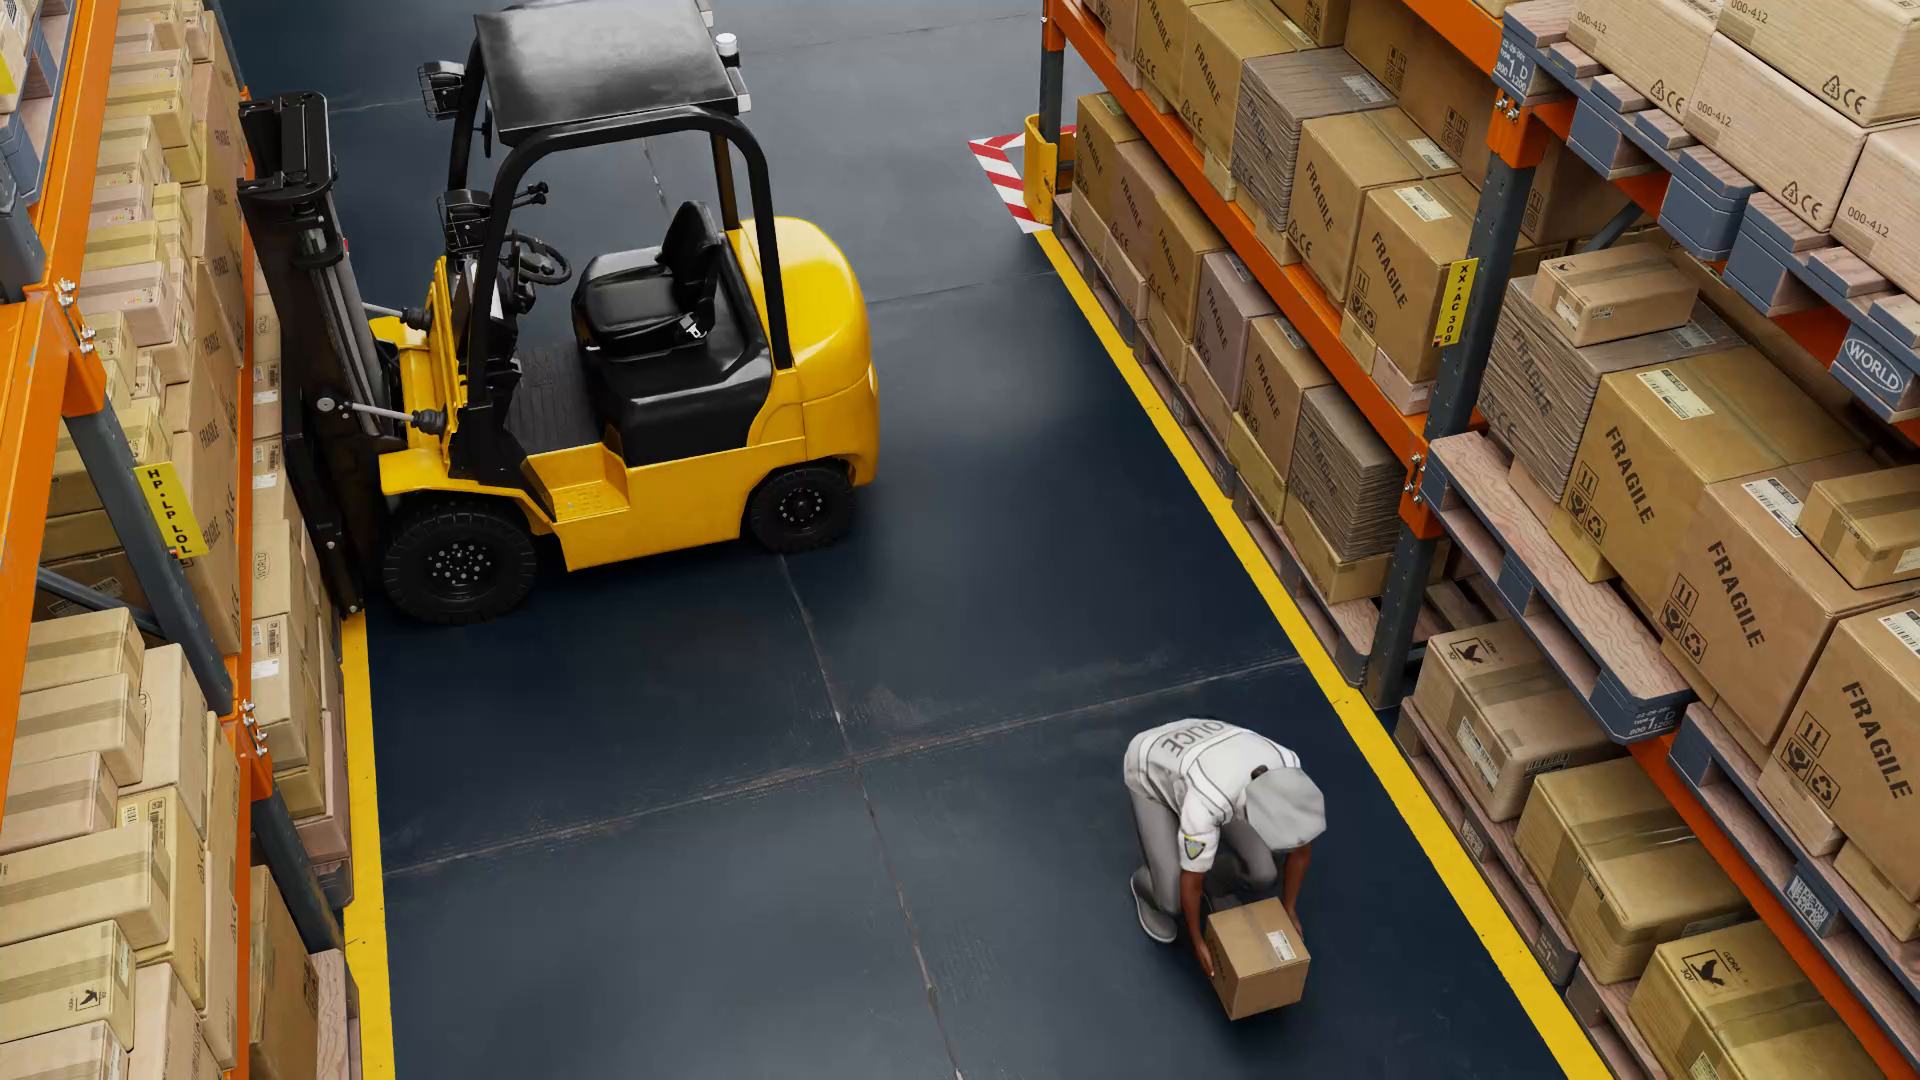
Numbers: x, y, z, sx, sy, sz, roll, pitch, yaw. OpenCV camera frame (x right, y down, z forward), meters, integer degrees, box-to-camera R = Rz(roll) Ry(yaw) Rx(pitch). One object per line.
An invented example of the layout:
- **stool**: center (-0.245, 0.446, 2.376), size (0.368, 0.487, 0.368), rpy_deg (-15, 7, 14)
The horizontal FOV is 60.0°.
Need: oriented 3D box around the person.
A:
- **person**: center (0.867, 0.970, 5.541), size (0.493, 1.076, 0.826), rpy_deg (-12, 44, -13)
